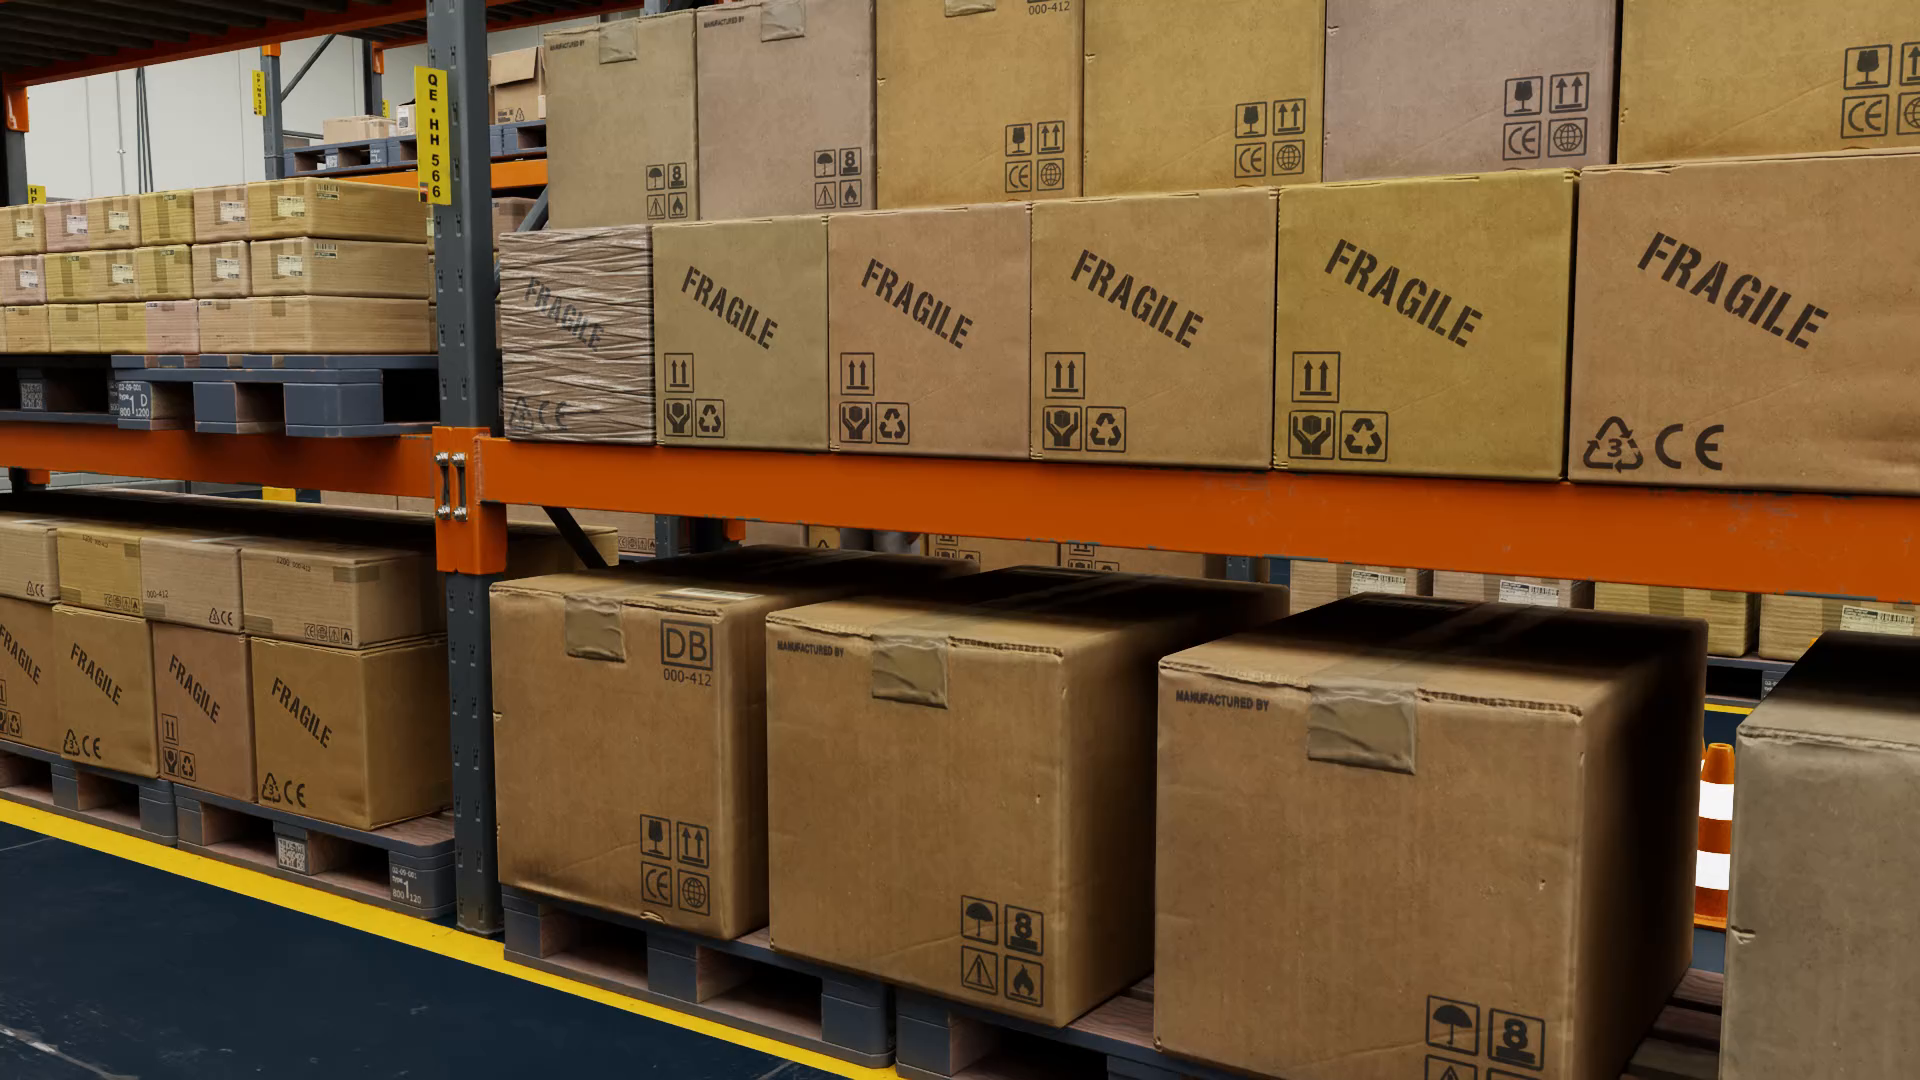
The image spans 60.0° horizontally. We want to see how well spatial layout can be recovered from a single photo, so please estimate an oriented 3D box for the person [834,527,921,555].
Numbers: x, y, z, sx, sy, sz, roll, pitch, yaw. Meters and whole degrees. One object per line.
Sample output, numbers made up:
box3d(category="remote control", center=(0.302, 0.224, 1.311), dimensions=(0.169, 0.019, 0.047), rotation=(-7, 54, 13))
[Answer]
box3d(category="person", center=(-0.364, -0.173, 7.171), dimensions=(0.568, 1.766, 0.355), rotation=(4, 8, 35))
